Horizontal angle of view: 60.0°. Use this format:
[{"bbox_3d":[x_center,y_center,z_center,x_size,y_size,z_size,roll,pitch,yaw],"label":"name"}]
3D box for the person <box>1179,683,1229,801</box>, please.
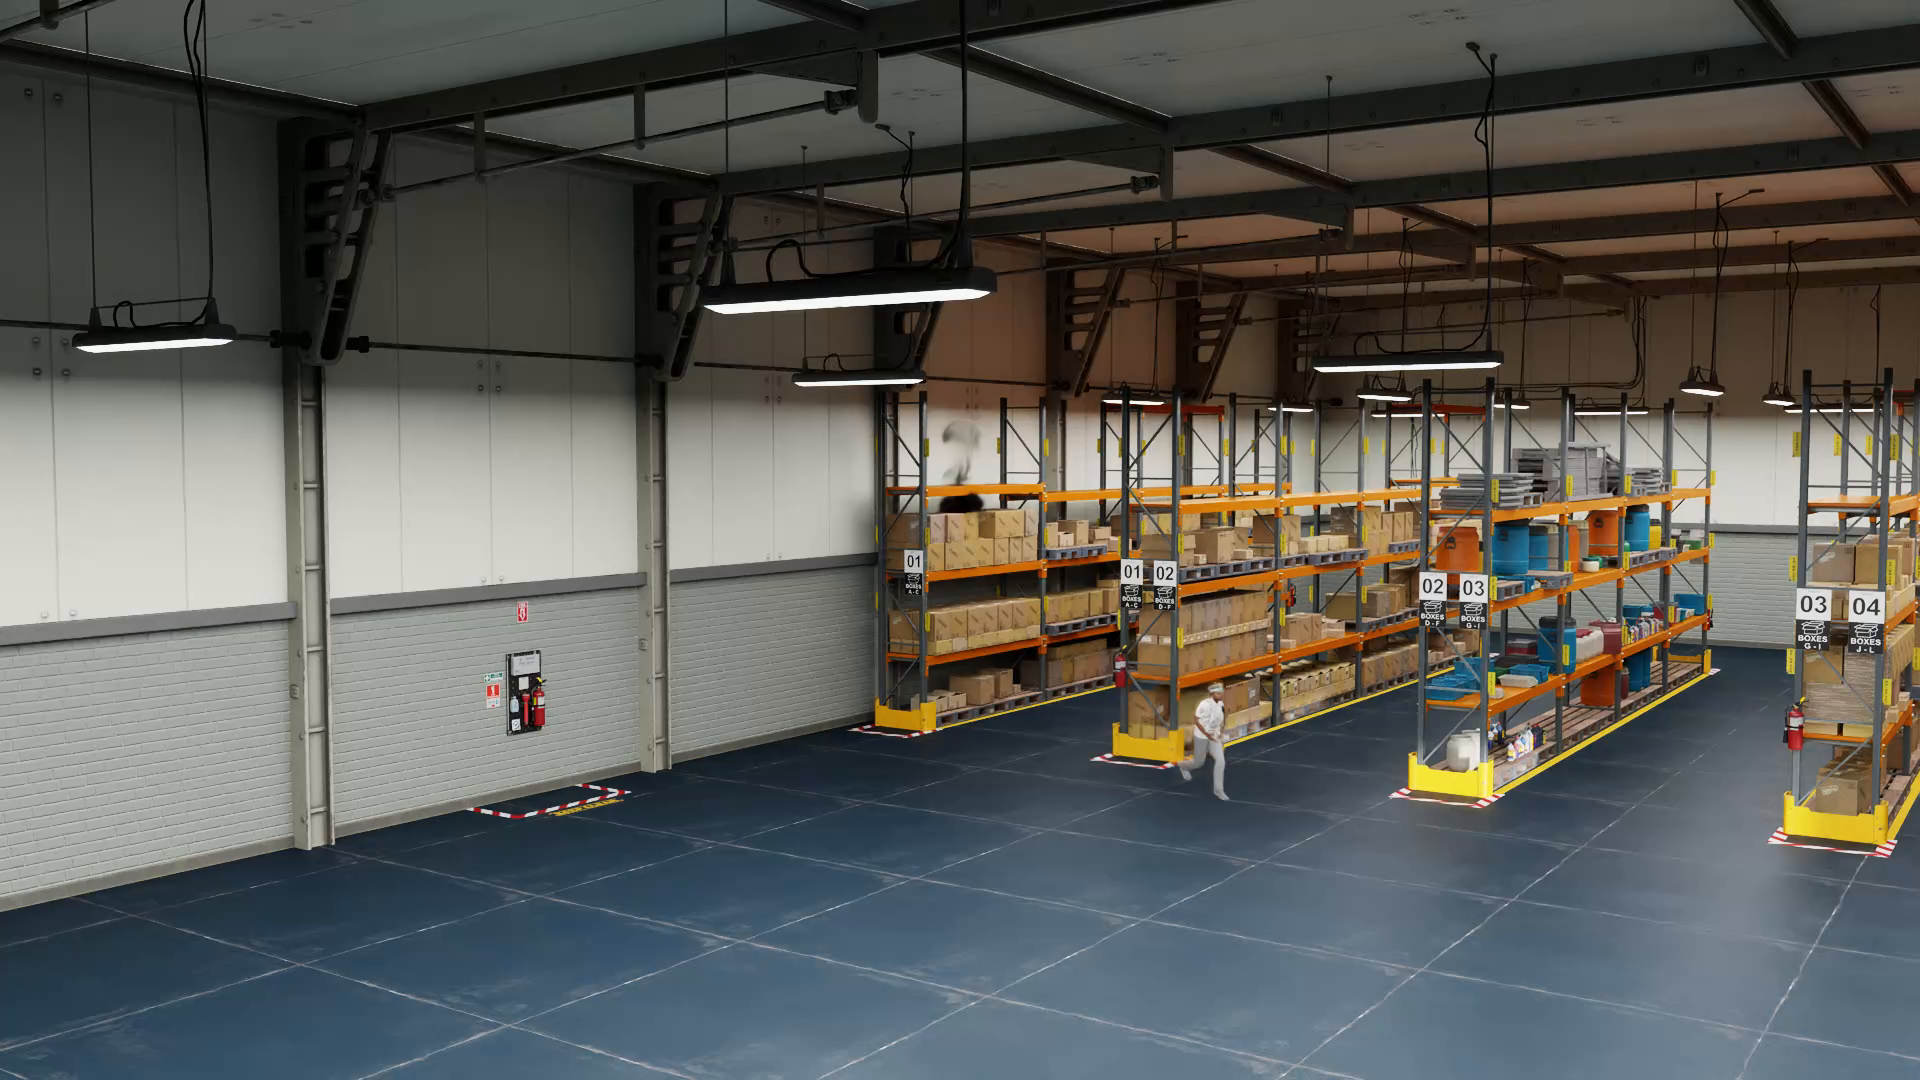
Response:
[{"bbox_3d":[3.536,2.862,23.955,0.574,1.683,1.016,-2,4,-33],"label":"person"}]
